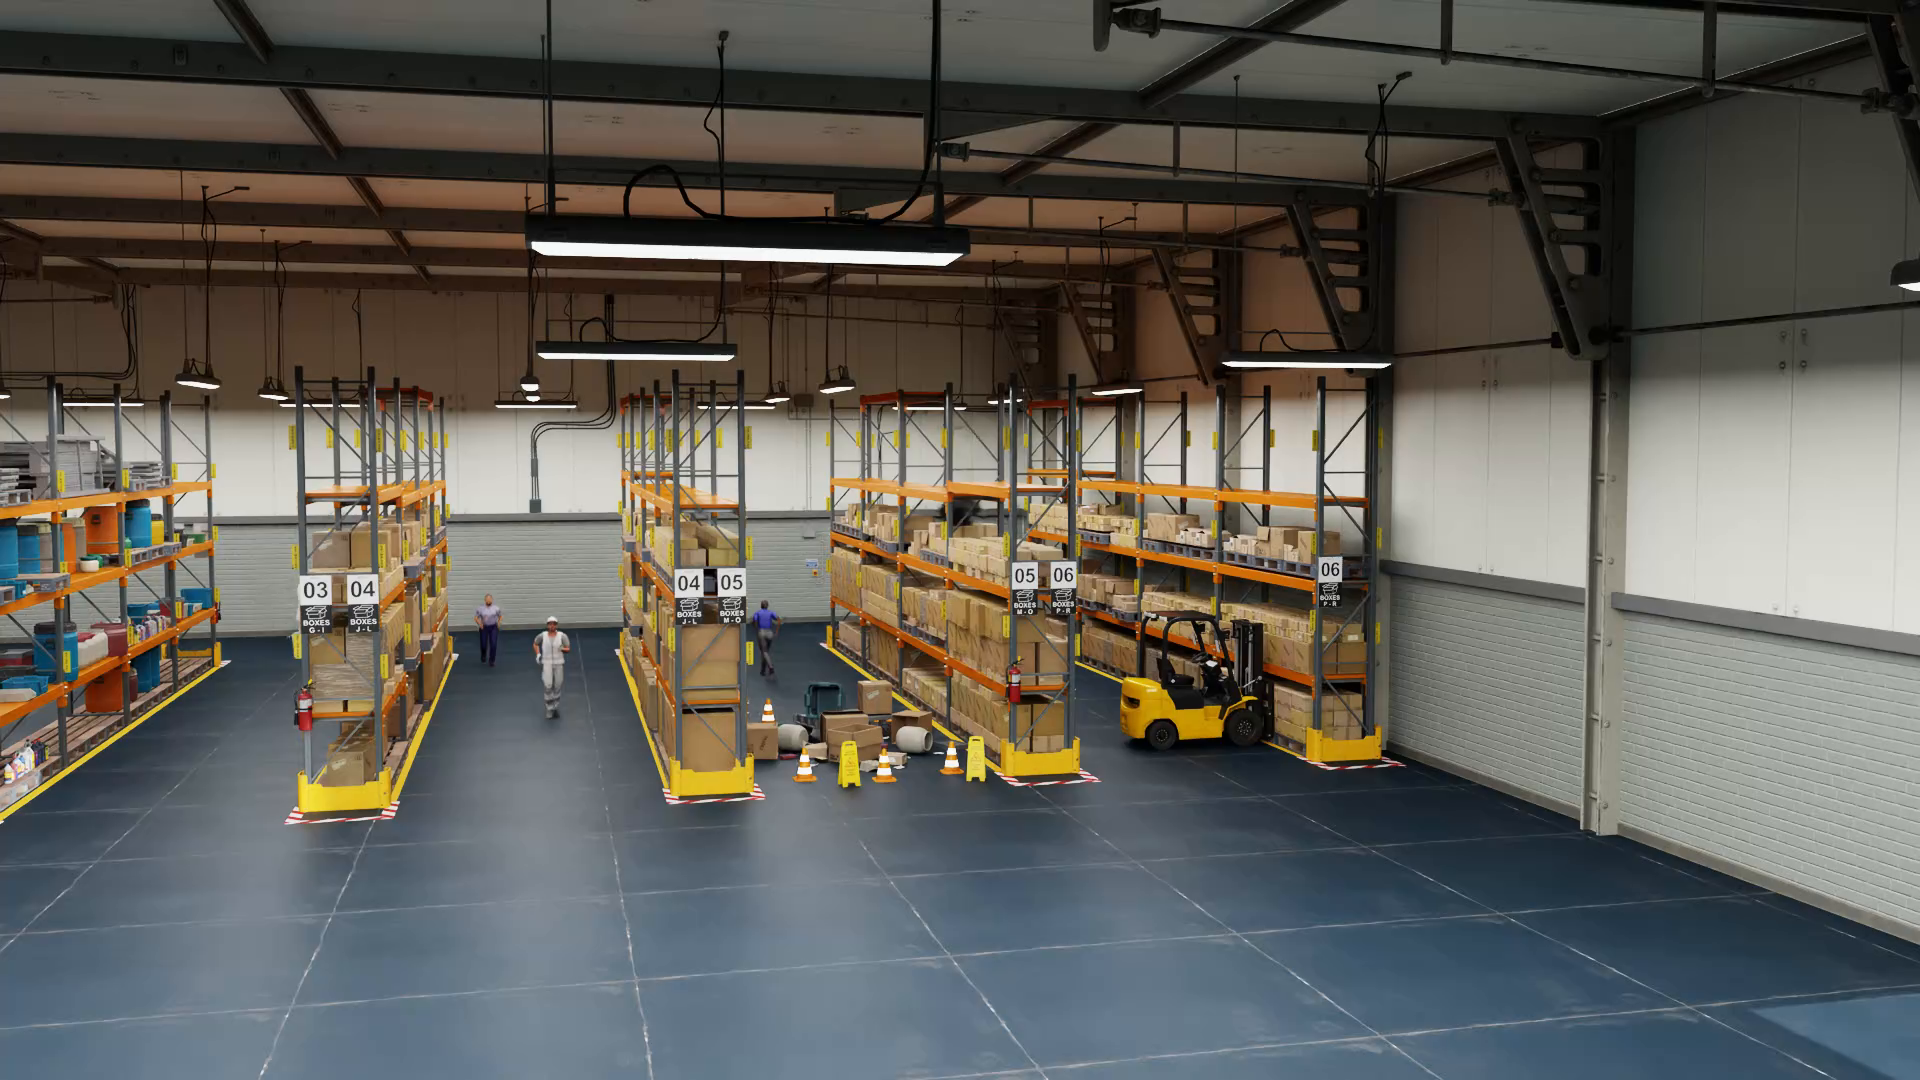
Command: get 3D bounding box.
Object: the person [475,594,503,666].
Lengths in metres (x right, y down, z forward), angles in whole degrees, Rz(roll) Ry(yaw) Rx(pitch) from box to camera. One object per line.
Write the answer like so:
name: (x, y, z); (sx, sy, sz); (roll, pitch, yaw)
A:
person: (-10.453, 2.006, 36.933); (0.605, 1.583, 0.576); (-1, 4, -19)

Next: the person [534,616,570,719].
person: (-7.388, 2.308, 30.167); (0.631, 1.844, 0.735); (-1, 4, -18)

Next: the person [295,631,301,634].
person: (-15.392, 1.753, 39.717); (0.962, 1.759, 0.720); (0, 3, -2)

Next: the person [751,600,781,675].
person: (-4.091, 2.103, 35.128); (0.581, 1.658, 1.034); (-1, 4, -24)
